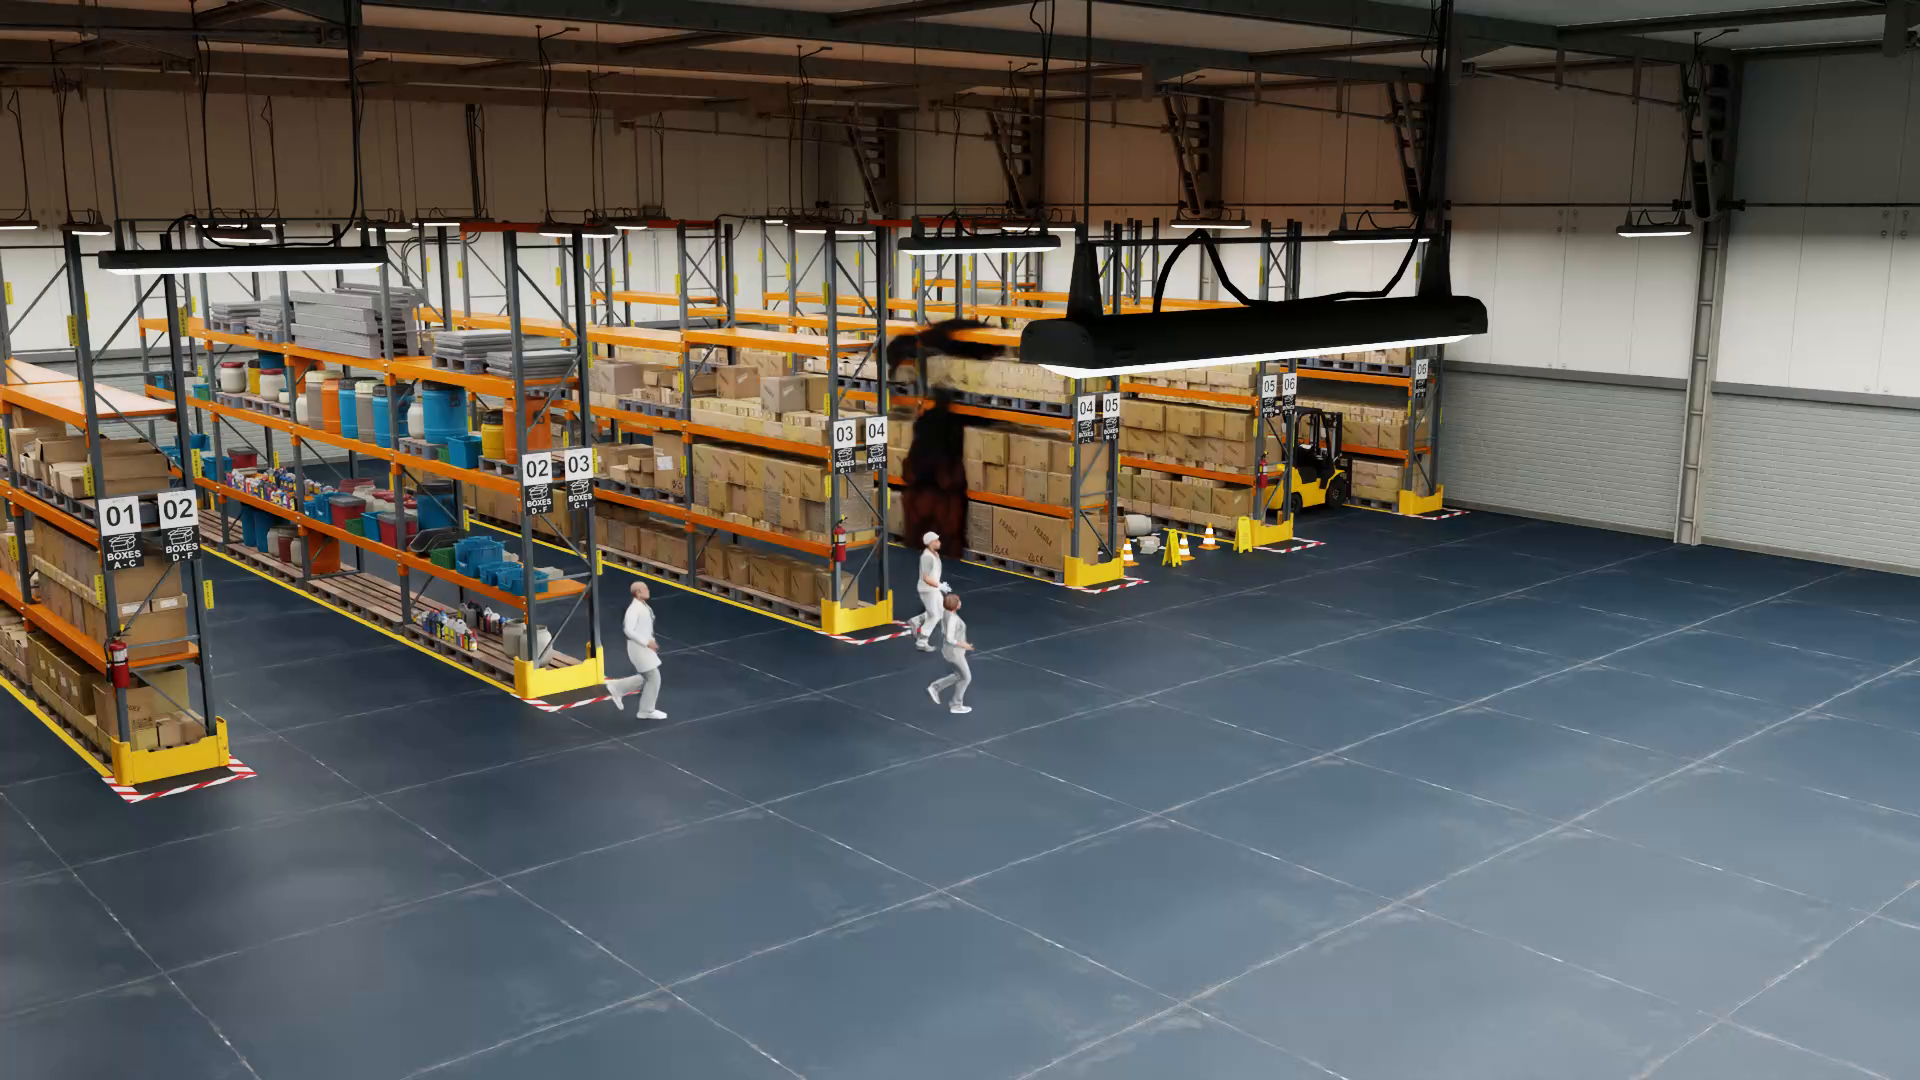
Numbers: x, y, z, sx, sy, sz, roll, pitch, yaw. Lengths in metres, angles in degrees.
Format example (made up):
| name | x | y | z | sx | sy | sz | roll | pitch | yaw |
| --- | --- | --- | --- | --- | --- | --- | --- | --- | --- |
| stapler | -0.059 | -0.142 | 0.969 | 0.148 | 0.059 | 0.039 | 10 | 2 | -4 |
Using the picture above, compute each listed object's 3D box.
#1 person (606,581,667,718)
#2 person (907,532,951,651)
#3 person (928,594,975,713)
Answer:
| name | x | y | z | sx | sy | sz | roll | pitch | yaw |
| --- | --- | --- | --- | --- | --- | --- | --- | --- | --- |
| person | -4.059 | 1.376 | 20.774 | 0.747 | 1.749 | 0.754 | -1 | 11 | -4 |
| person | -0.432 | 0.728 | 23.898 | 0.666 | 1.743 | 0.691 | 2 | 12 | 8 |
| person | -0.117 | 1.428 | 20.874 | 0.567 | 1.548 | 0.535 | -2 | 12 | -10 |
